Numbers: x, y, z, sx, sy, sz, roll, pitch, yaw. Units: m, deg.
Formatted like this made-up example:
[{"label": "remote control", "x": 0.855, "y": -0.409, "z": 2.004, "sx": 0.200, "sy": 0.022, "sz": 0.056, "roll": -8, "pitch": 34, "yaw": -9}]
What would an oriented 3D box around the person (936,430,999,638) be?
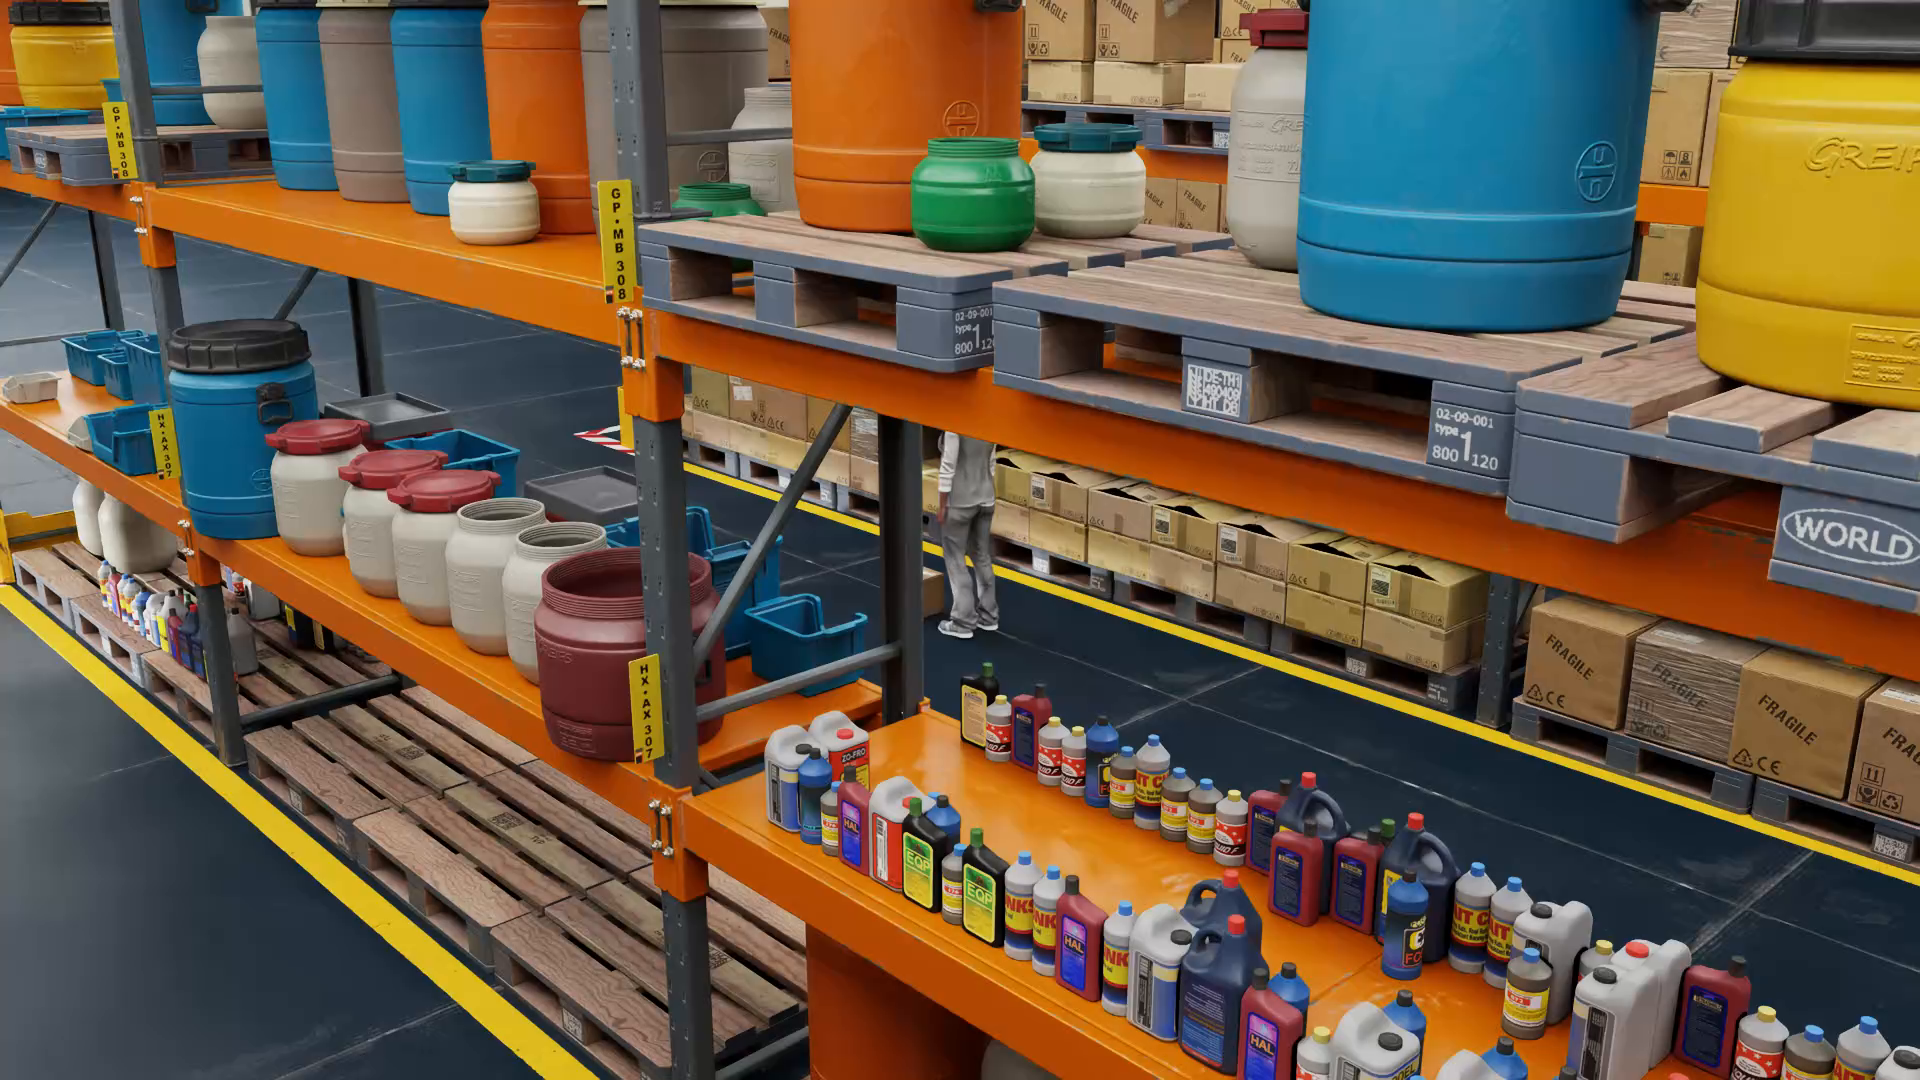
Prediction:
[{"label": "person", "x": 0.035, "y": -0.207, "z": 9.727, "sx": 0.405, "sy": 1.595, "sz": 0.304, "roll": -15, "pitch": 23, "yaw": -39}]
